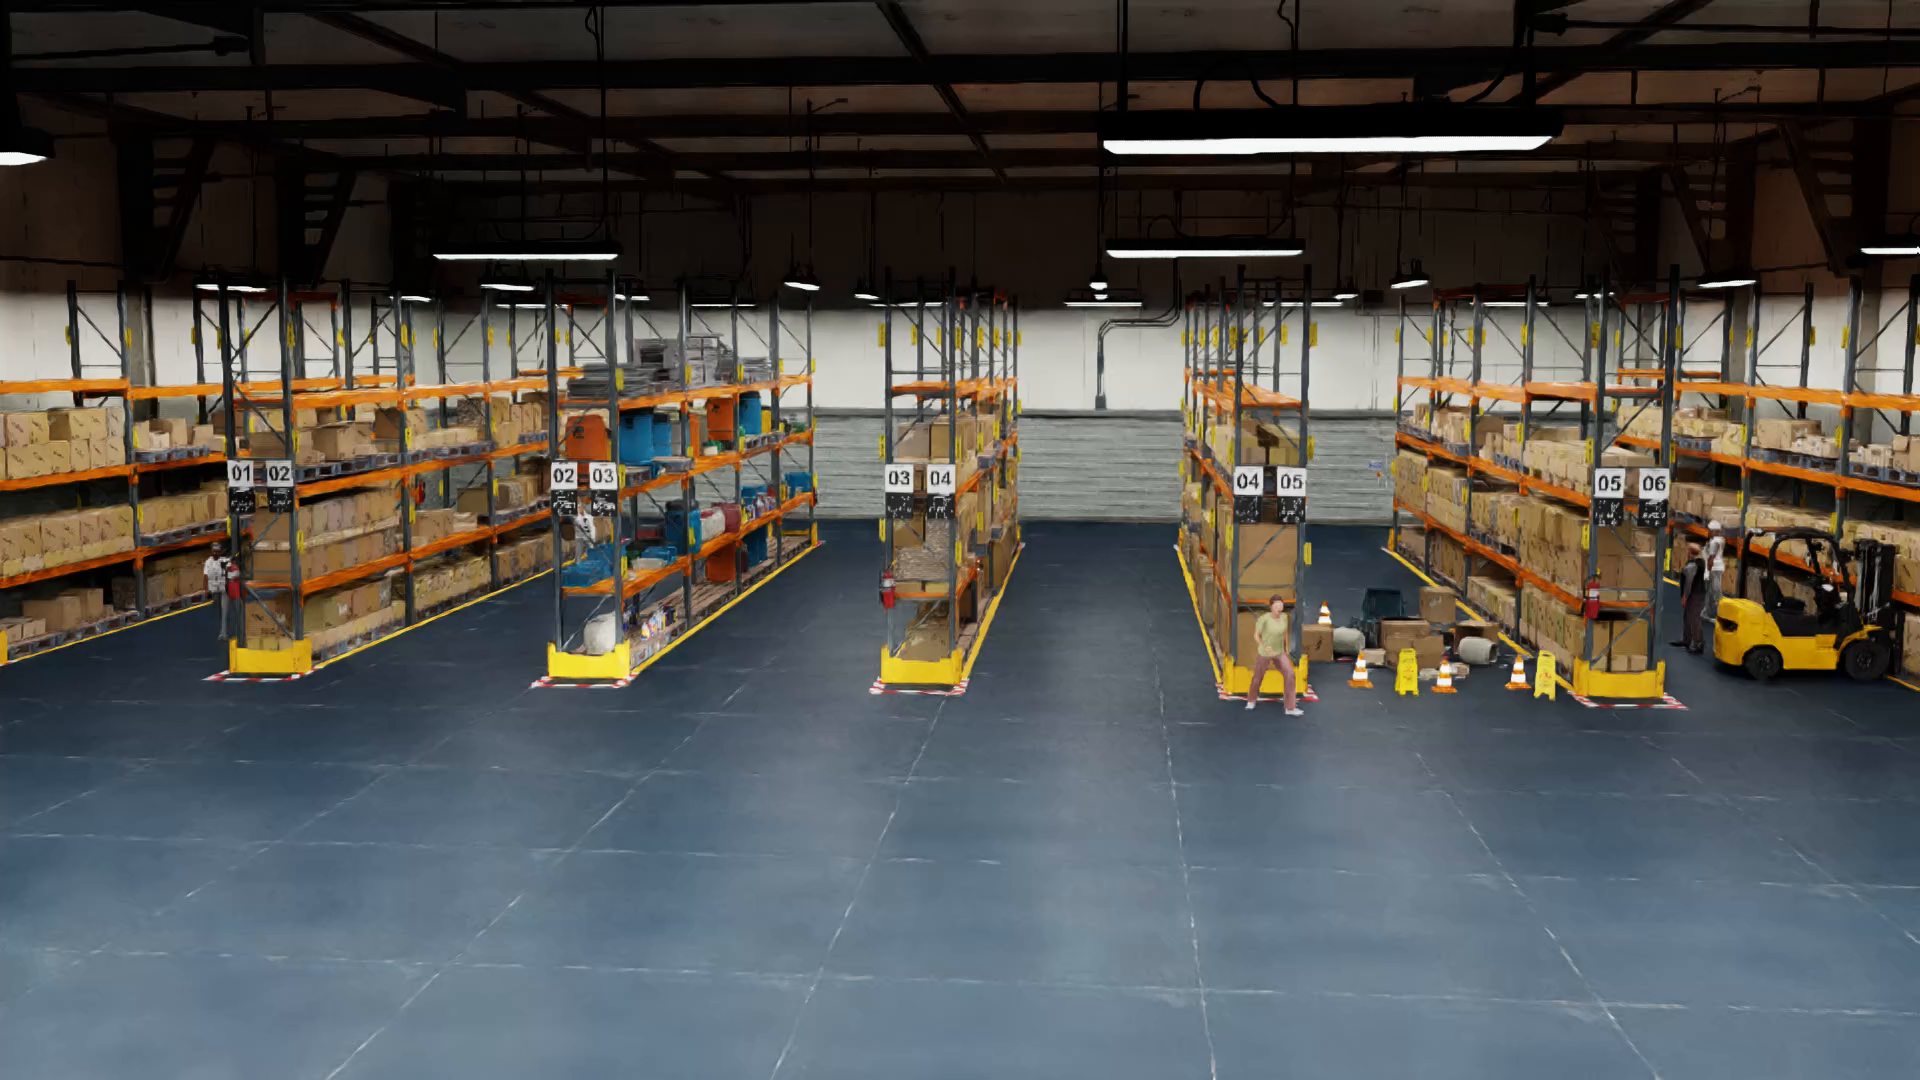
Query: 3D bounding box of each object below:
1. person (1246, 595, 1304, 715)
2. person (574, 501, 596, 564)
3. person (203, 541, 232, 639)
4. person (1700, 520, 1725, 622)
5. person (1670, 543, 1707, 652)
[{"bbox_3d":[4.173,1.506,22.217,0.621,1.604,0.814,-1,7,-11],"label":"person"},{"bbox_3d":[-7.829,-0.015,34.685,0.500,1.613,0.998,0,7,4],"label":"person"},{"bbox_3d":[-12.361,0.816,27.758,0.448,1.623,0.997,0,7,-3],"label":"person"},{"bbox_3d":[13.274,0.536,29.415,0.577,1.782,0.677,4,8,29],"label":"person"},{"bbox_3d":[11.706,0.905,26.669,0.576,1.709,0.626,5,9,36],"label":"person"}]
